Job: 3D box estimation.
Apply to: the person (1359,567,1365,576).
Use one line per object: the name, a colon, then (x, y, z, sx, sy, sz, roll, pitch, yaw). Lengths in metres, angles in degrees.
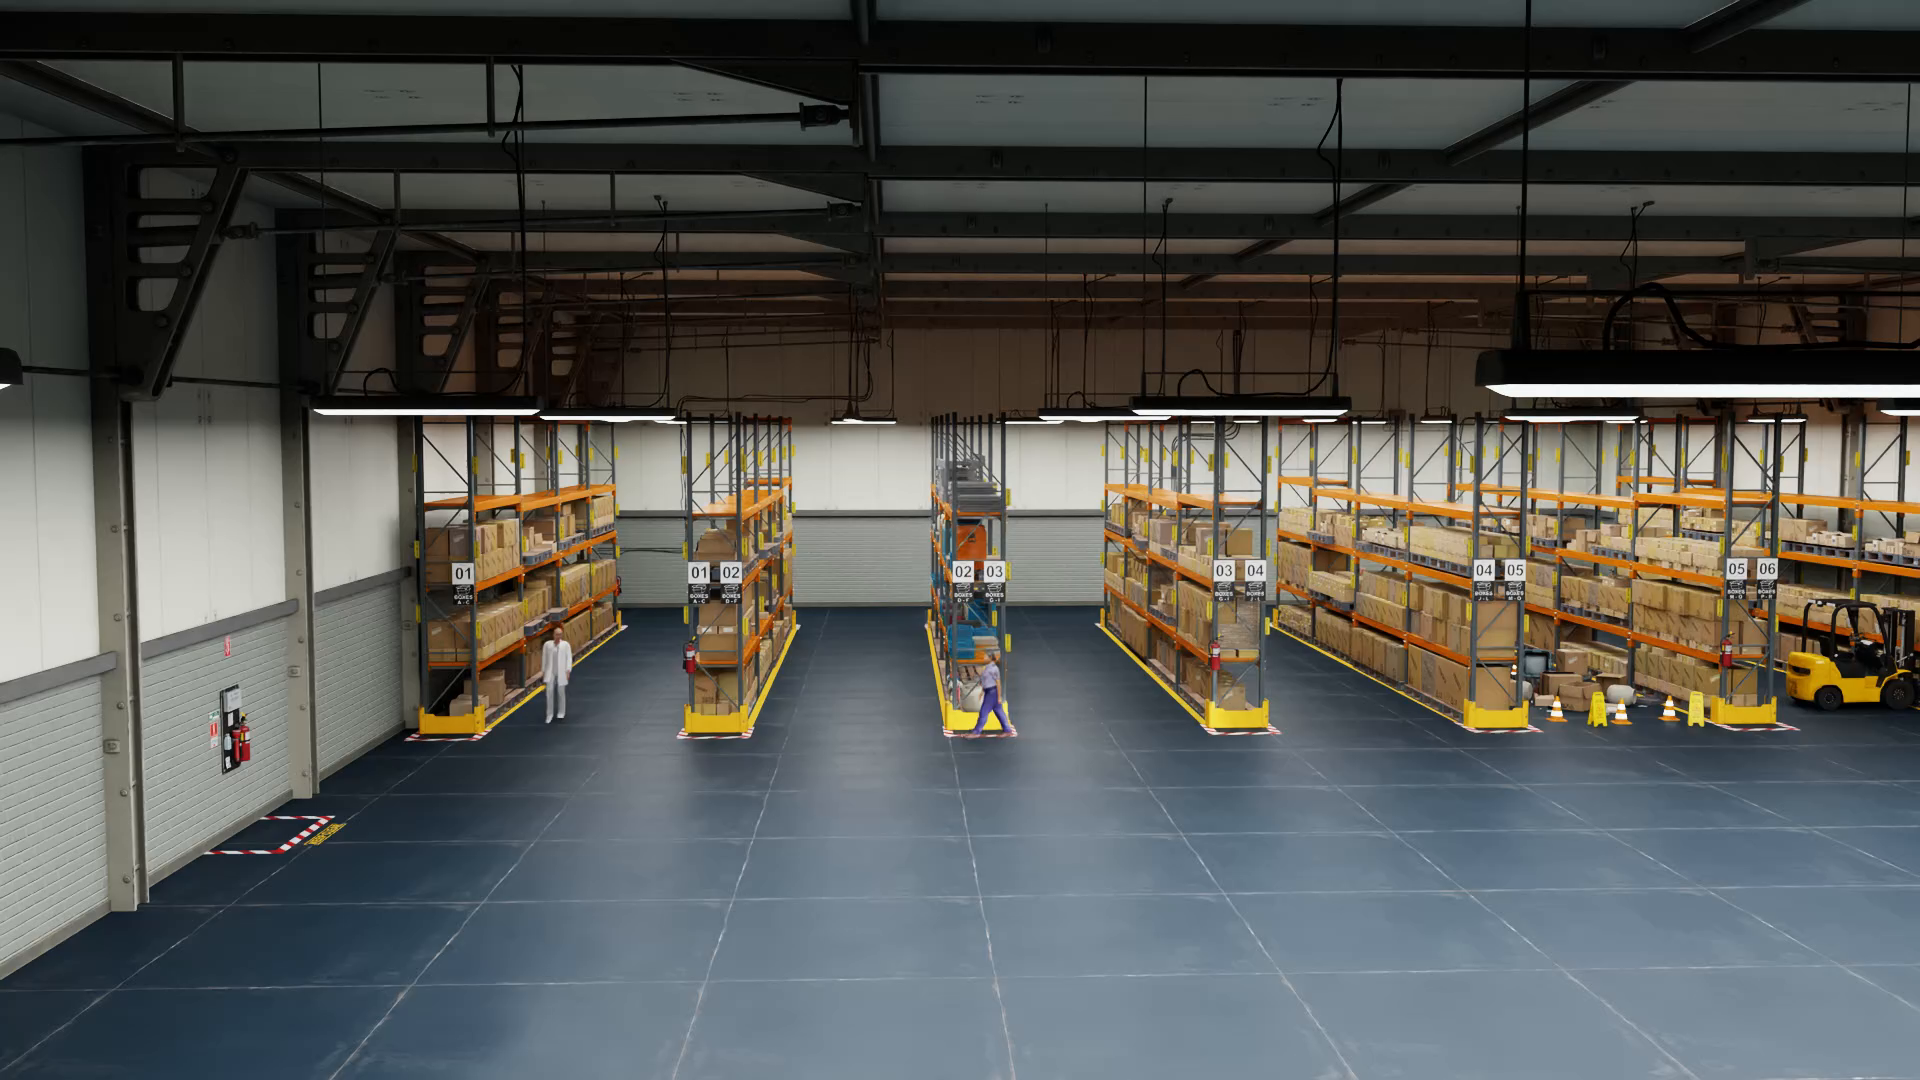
person: (11.628, 1.608, 48.073, 1.051, 1.663, 0.510, 2, 4, 29)

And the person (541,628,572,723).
person: (-7.893, 2.643, 32.487, 0.607, 1.814, 0.733, -1, 4, -9)

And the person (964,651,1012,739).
person: (0.509, 2.826, 30.440, 0.921, 1.599, 0.508, 0, 4, -4)
